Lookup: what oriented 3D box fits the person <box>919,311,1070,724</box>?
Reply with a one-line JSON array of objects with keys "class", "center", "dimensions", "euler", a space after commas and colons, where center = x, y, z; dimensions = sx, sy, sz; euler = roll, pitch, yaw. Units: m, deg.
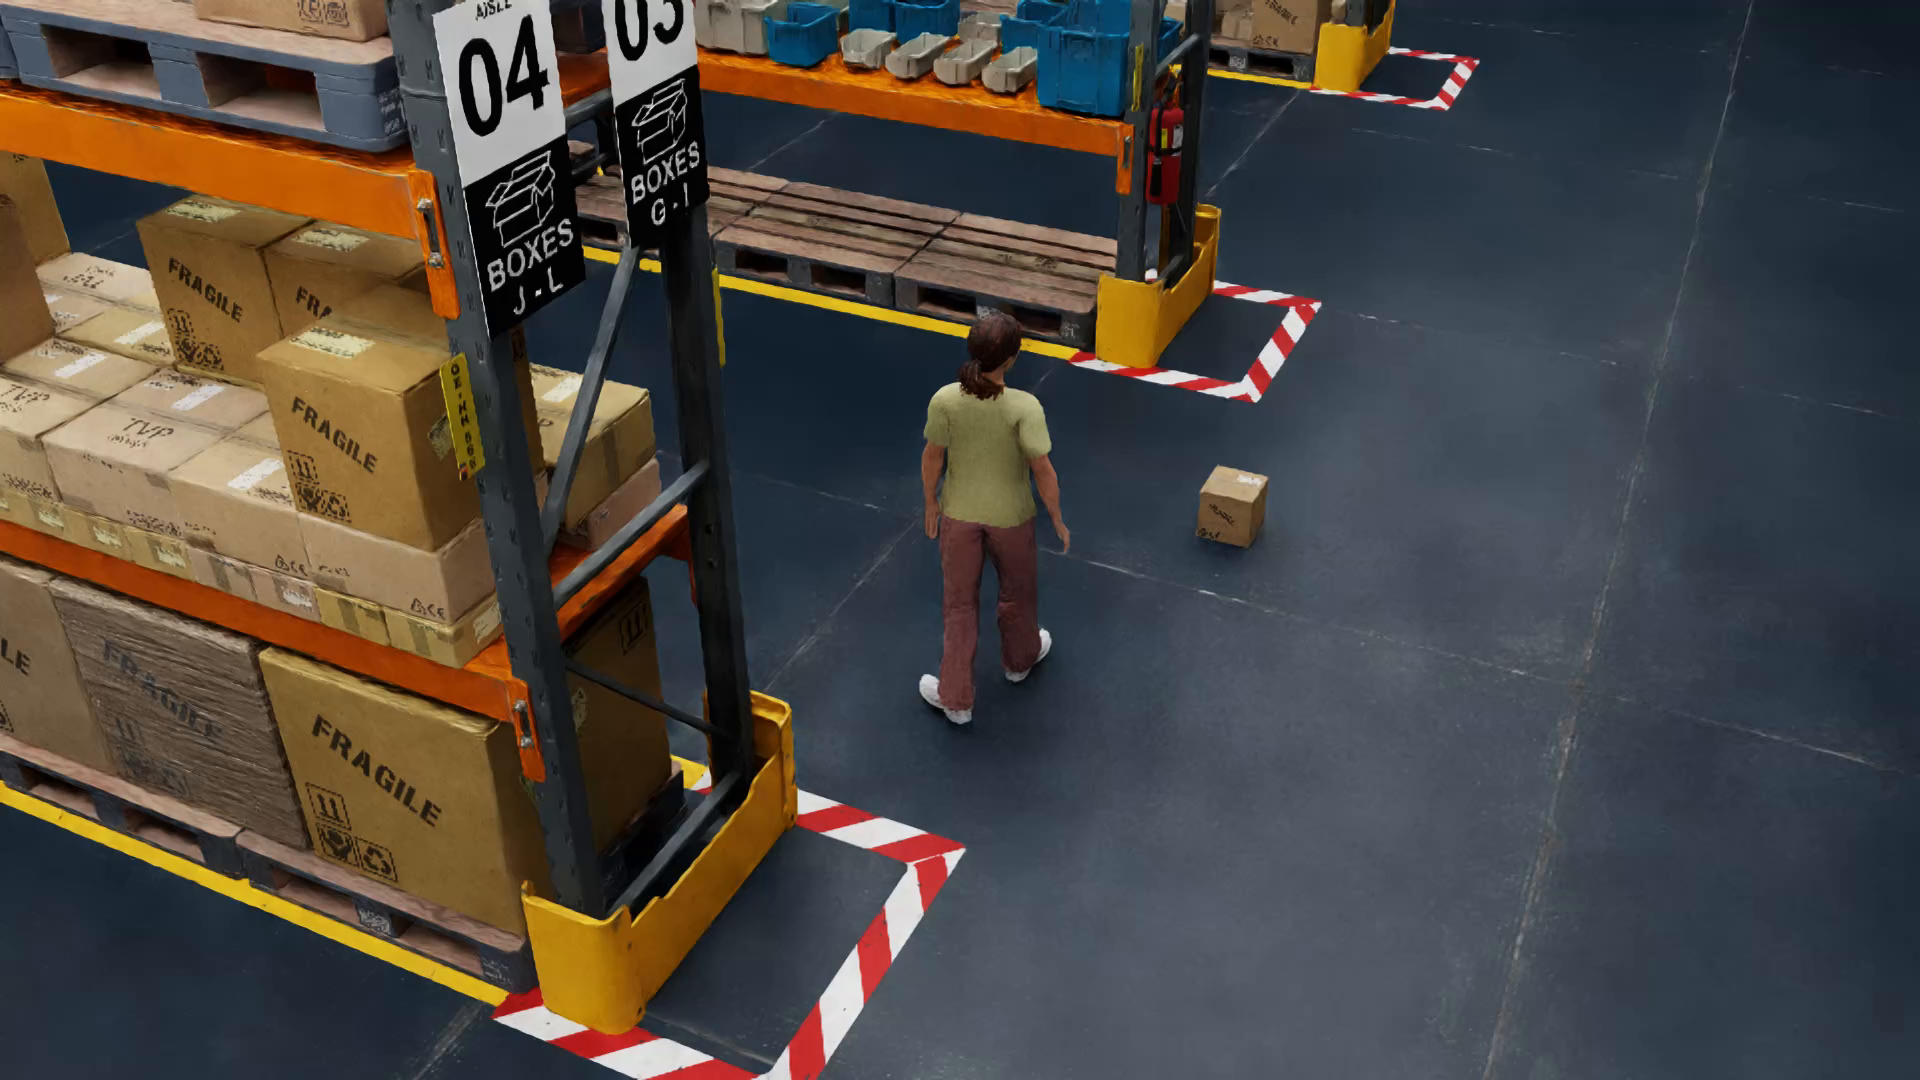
[{"class": "person", "center": [0.137, -0.109, 6.287], "dimensions": [0.576, 1.665, 0.623], "euler": [5, 34, 8]}]
